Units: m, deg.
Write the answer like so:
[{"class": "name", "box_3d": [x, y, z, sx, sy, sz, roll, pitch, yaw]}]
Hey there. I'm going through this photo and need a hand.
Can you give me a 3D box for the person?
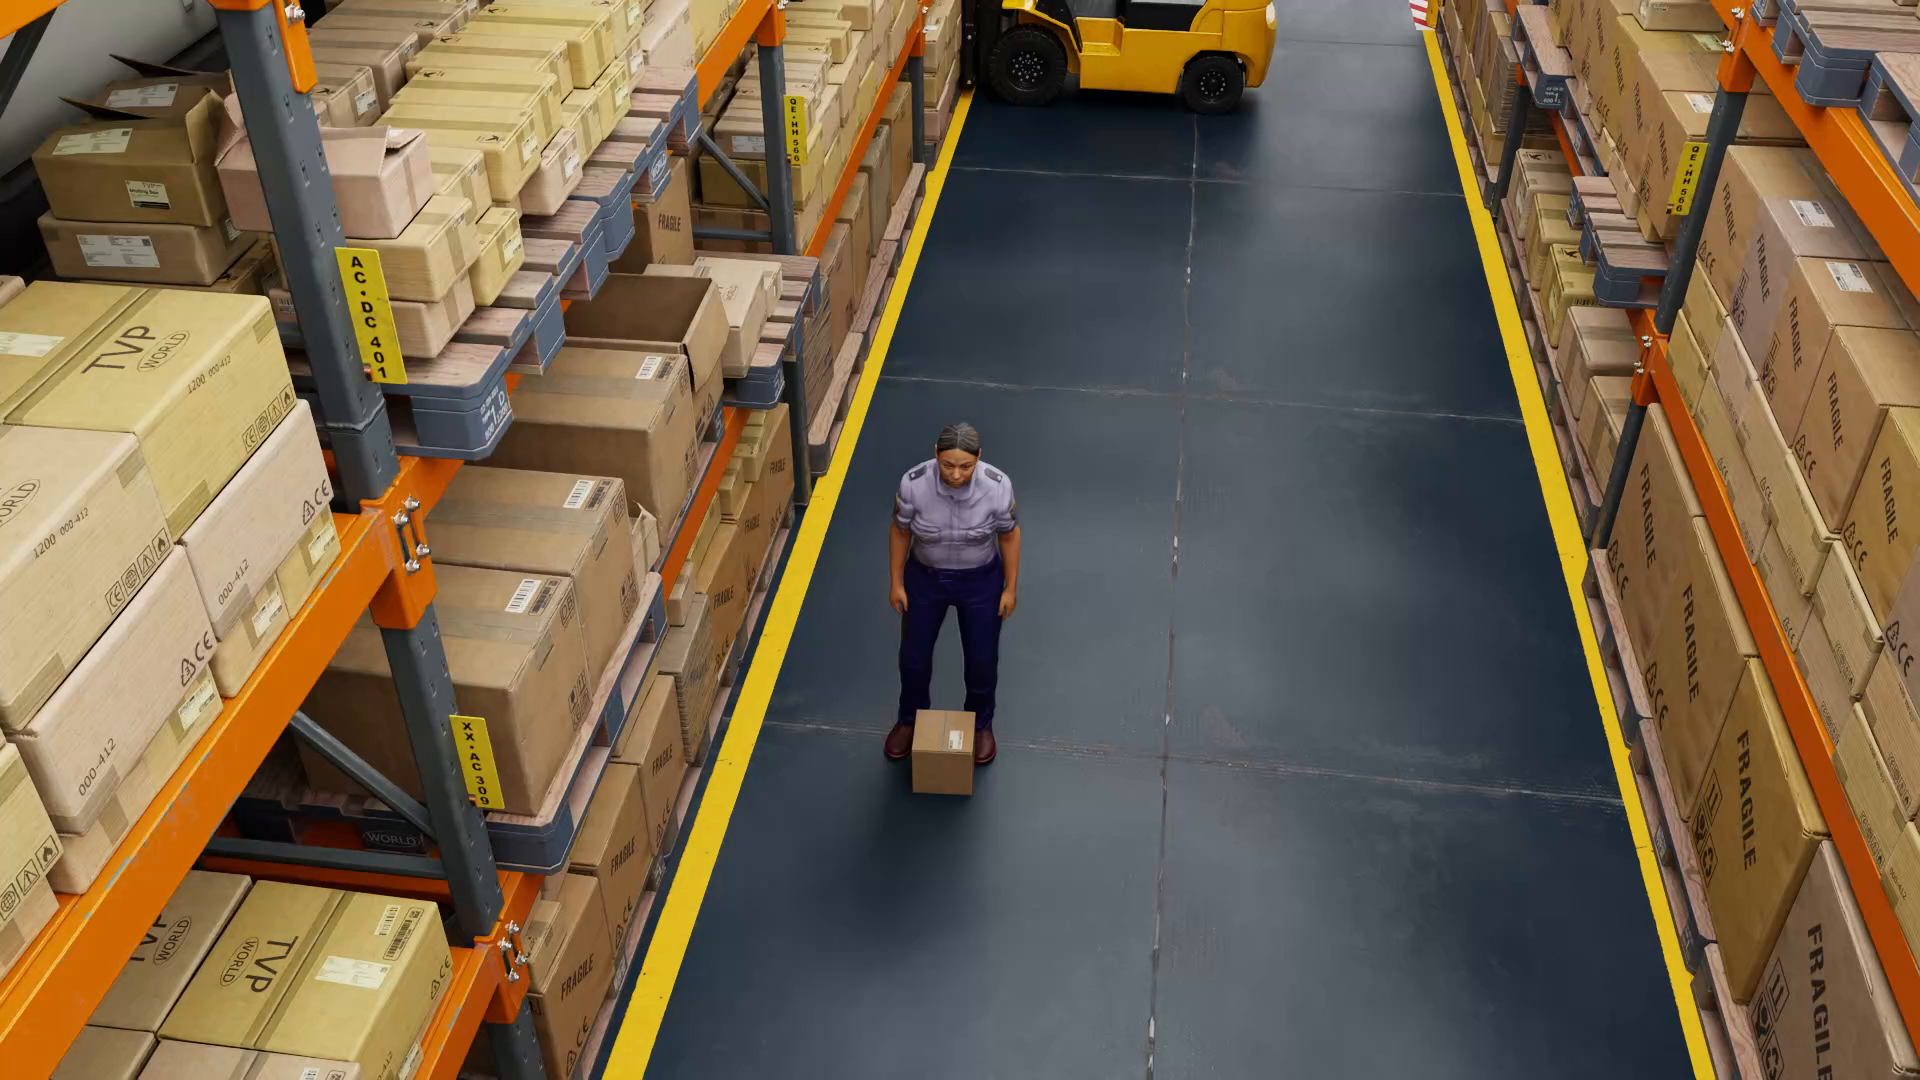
[{"class": "person", "box_3d": [-0.049, 0.200, 6.773, 0.544, 1.651, 0.331, 3, 36, 4]}]
